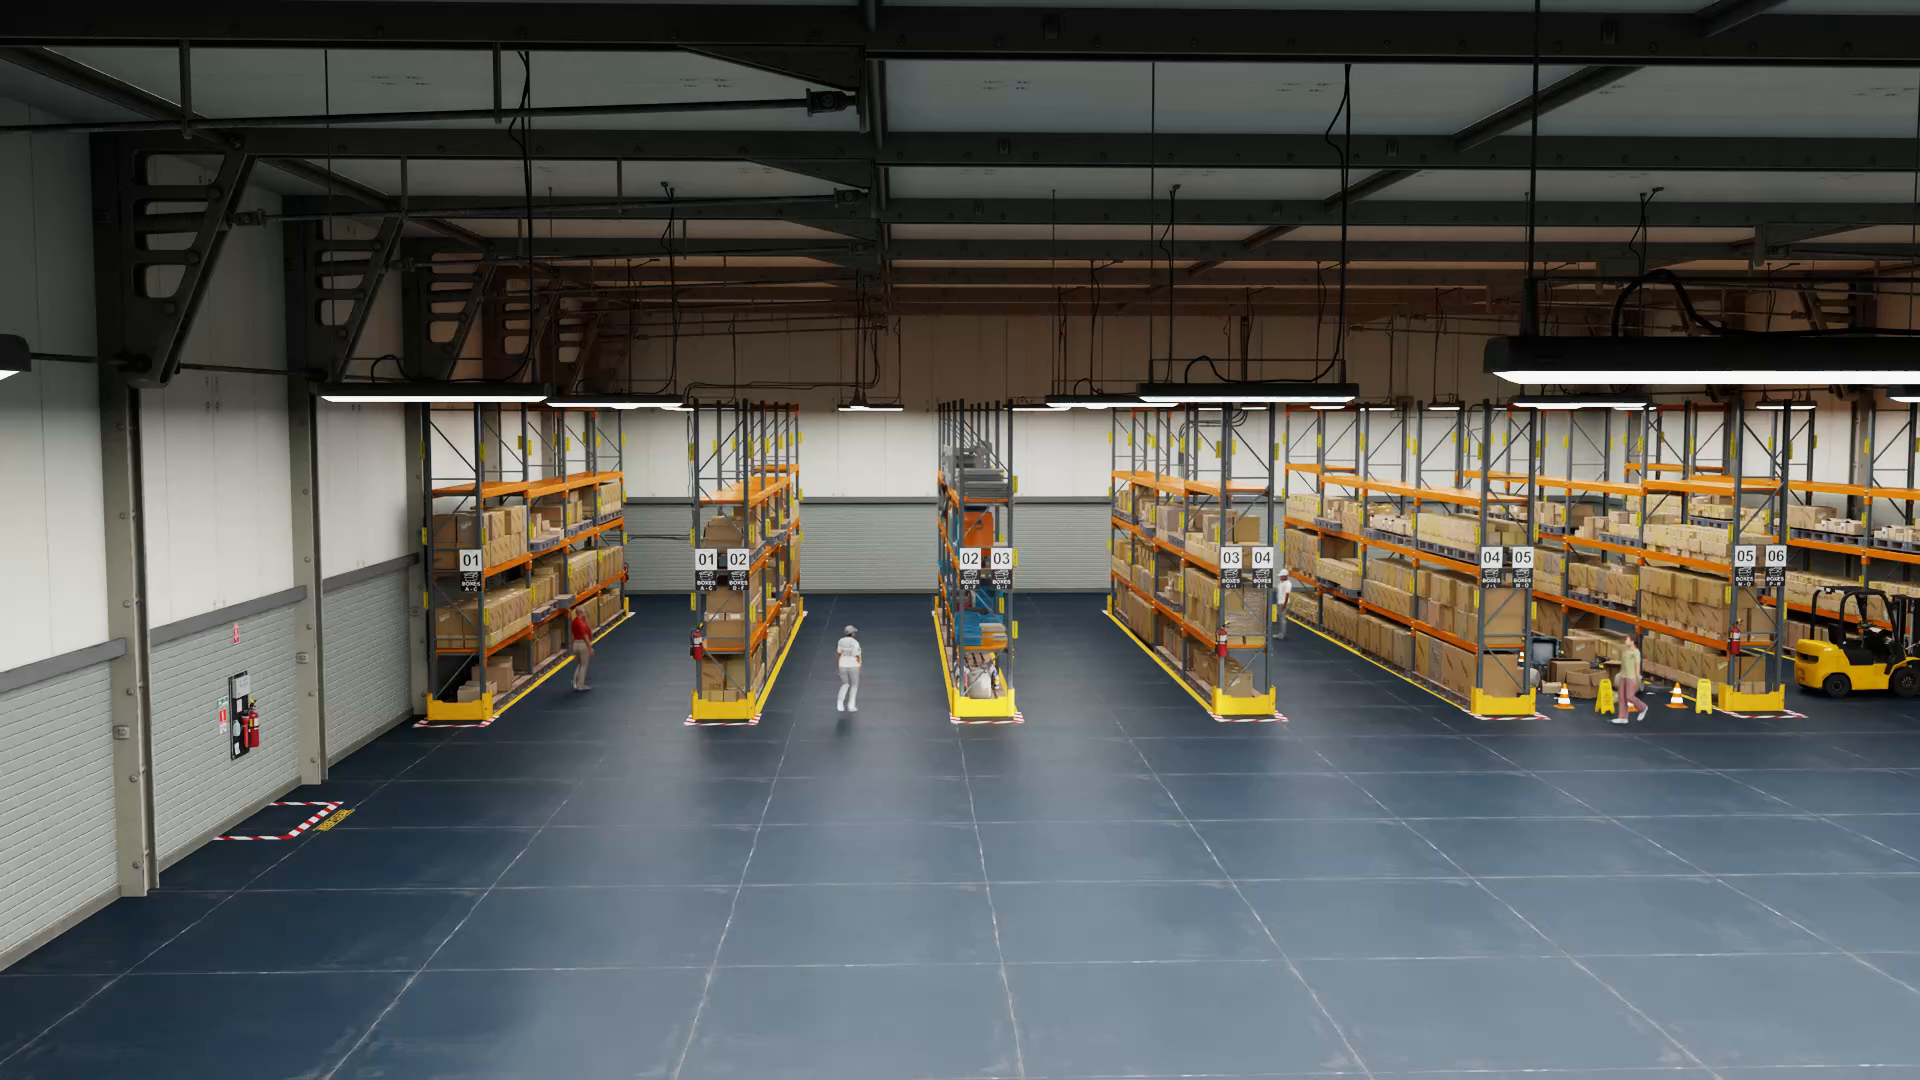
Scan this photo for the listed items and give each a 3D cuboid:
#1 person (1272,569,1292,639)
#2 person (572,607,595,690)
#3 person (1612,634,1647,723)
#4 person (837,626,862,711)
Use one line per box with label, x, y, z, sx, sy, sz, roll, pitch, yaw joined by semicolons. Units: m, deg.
person;8.188;1.627;42.335;0.466;1.772;0.623;0;4;4
person;-7.789;2.254;34.381;0.566;1.758;0.454;3;5;34
person;12.384;2.554;30.659;0.622;1.660;0.454;-2;5;-26
person;-2.121;2.463;31.847;0.492;1.658;0.475;2;5;26
